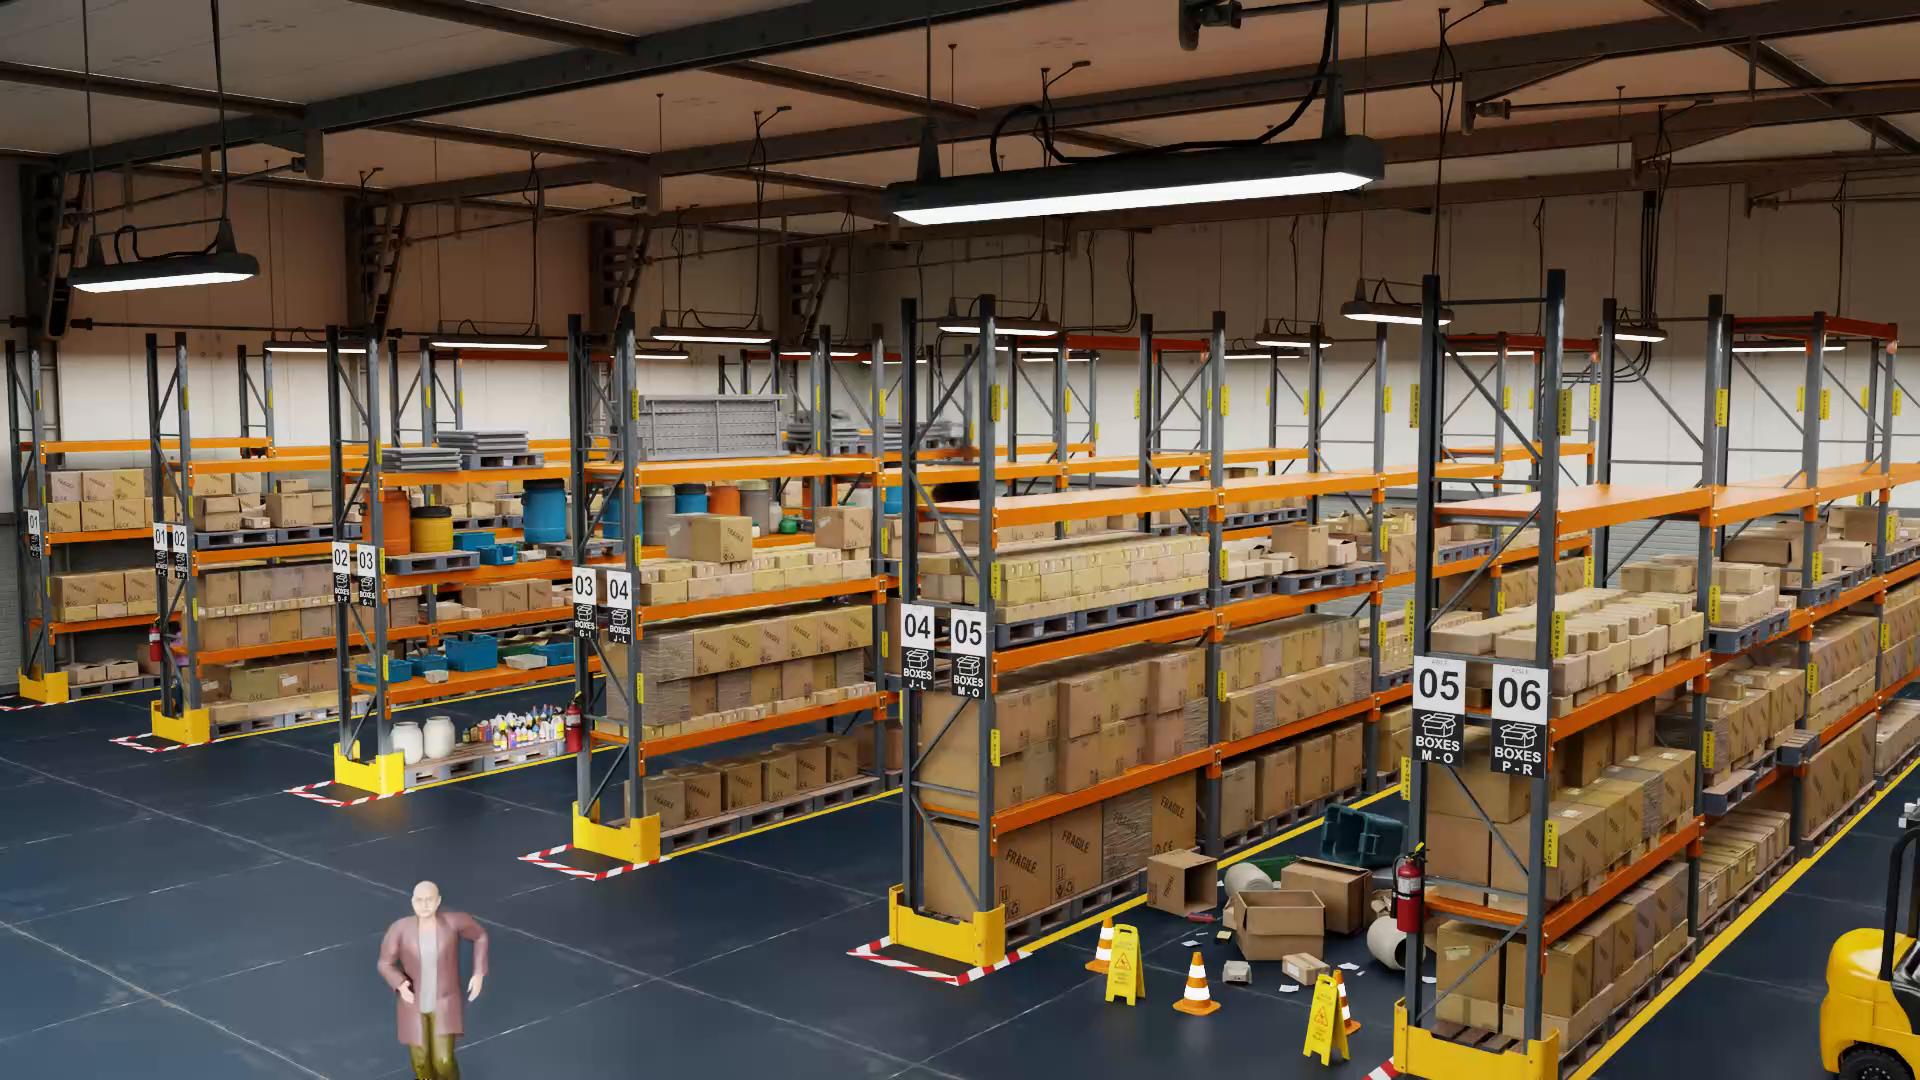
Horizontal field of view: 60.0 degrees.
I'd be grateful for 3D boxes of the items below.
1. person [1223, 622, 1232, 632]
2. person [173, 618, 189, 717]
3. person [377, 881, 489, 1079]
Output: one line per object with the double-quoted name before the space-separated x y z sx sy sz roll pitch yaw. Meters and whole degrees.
"person" 4.087 2.023 25.646 0.608 1.632 0.908 4 6 38
"person" -12.233 1.989 26.282 0.541 1.574 0.867 3 6 31
"person" -3.666 3.260 11.572 0.732 1.798 0.744 -1 5 -10
